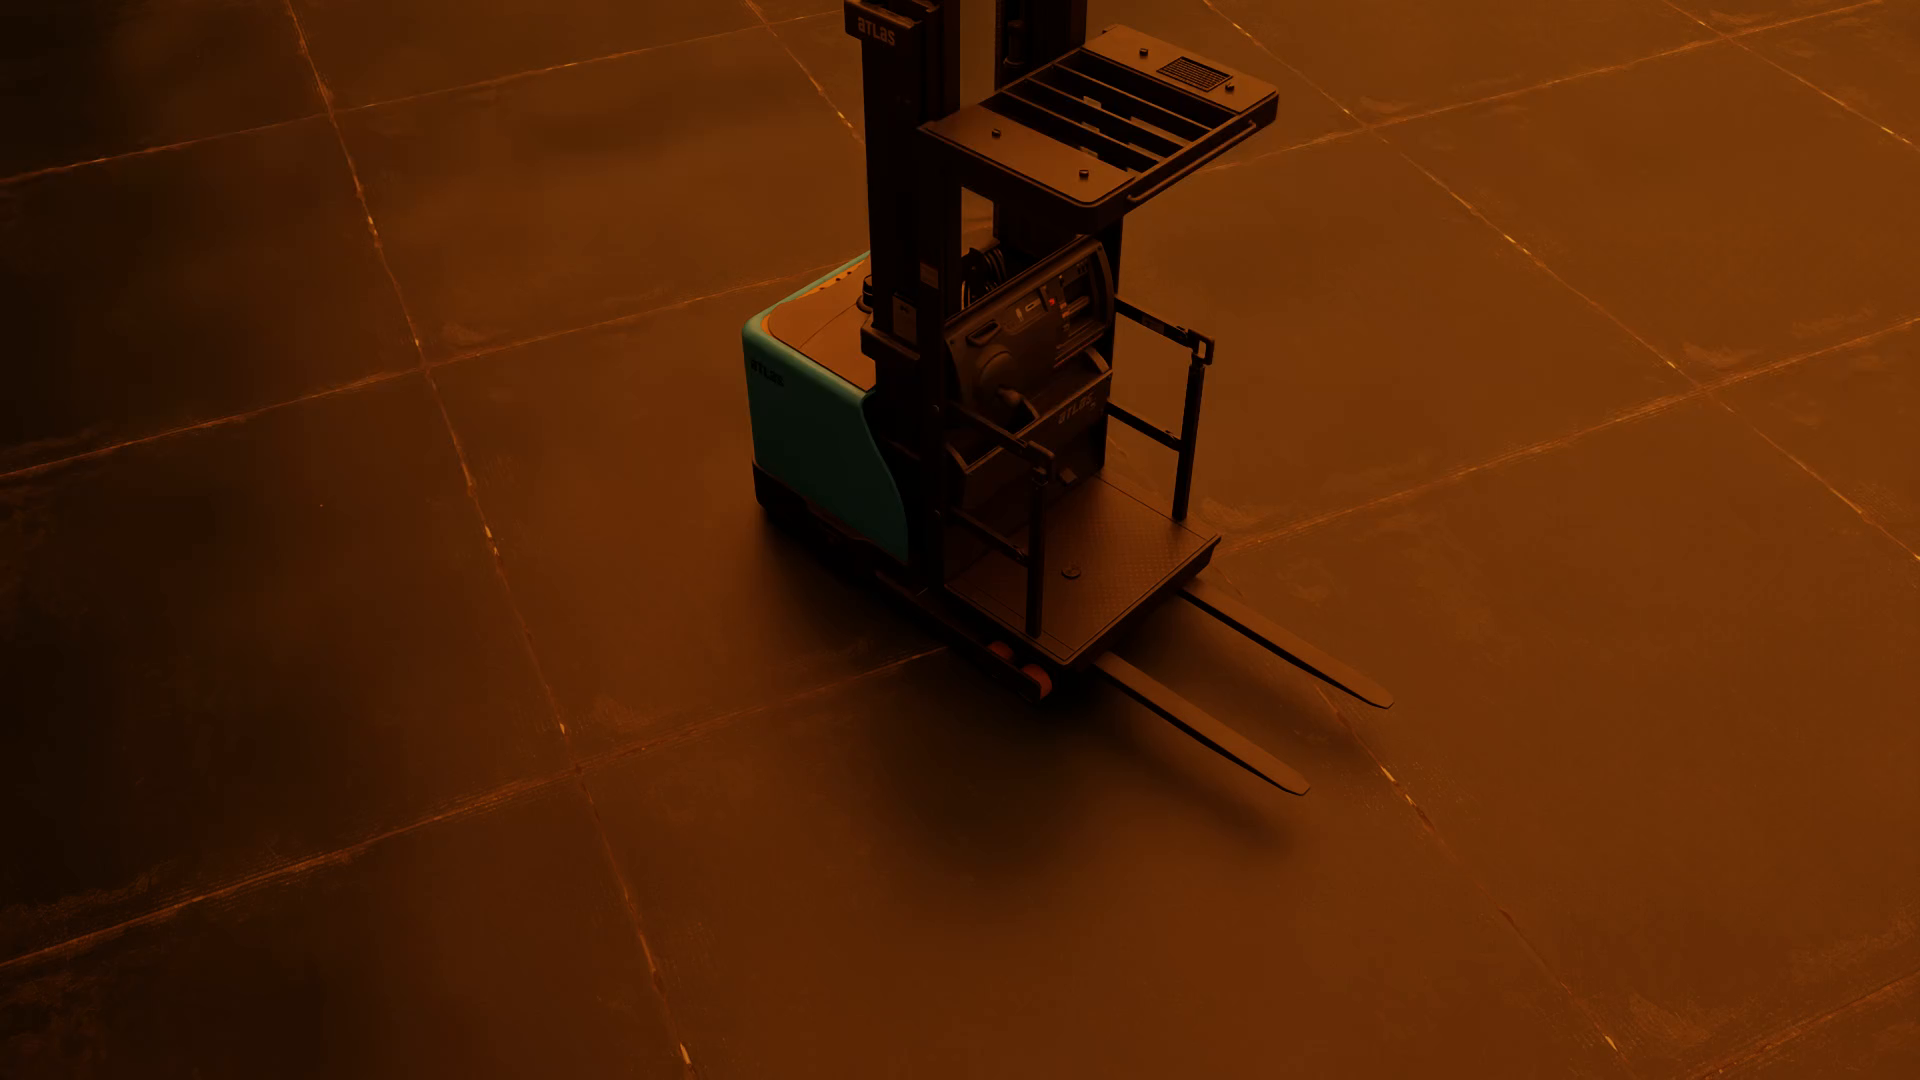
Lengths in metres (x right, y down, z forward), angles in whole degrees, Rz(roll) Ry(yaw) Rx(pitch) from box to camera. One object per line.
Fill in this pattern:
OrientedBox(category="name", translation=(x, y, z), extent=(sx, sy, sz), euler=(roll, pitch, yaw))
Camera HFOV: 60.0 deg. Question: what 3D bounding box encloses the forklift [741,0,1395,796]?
OrientedBox(category="forklift", translation=(0.445, -0.788, 6.525), extent=(3.031, 2.935, 1.130), euler=(32, 52, 30))
